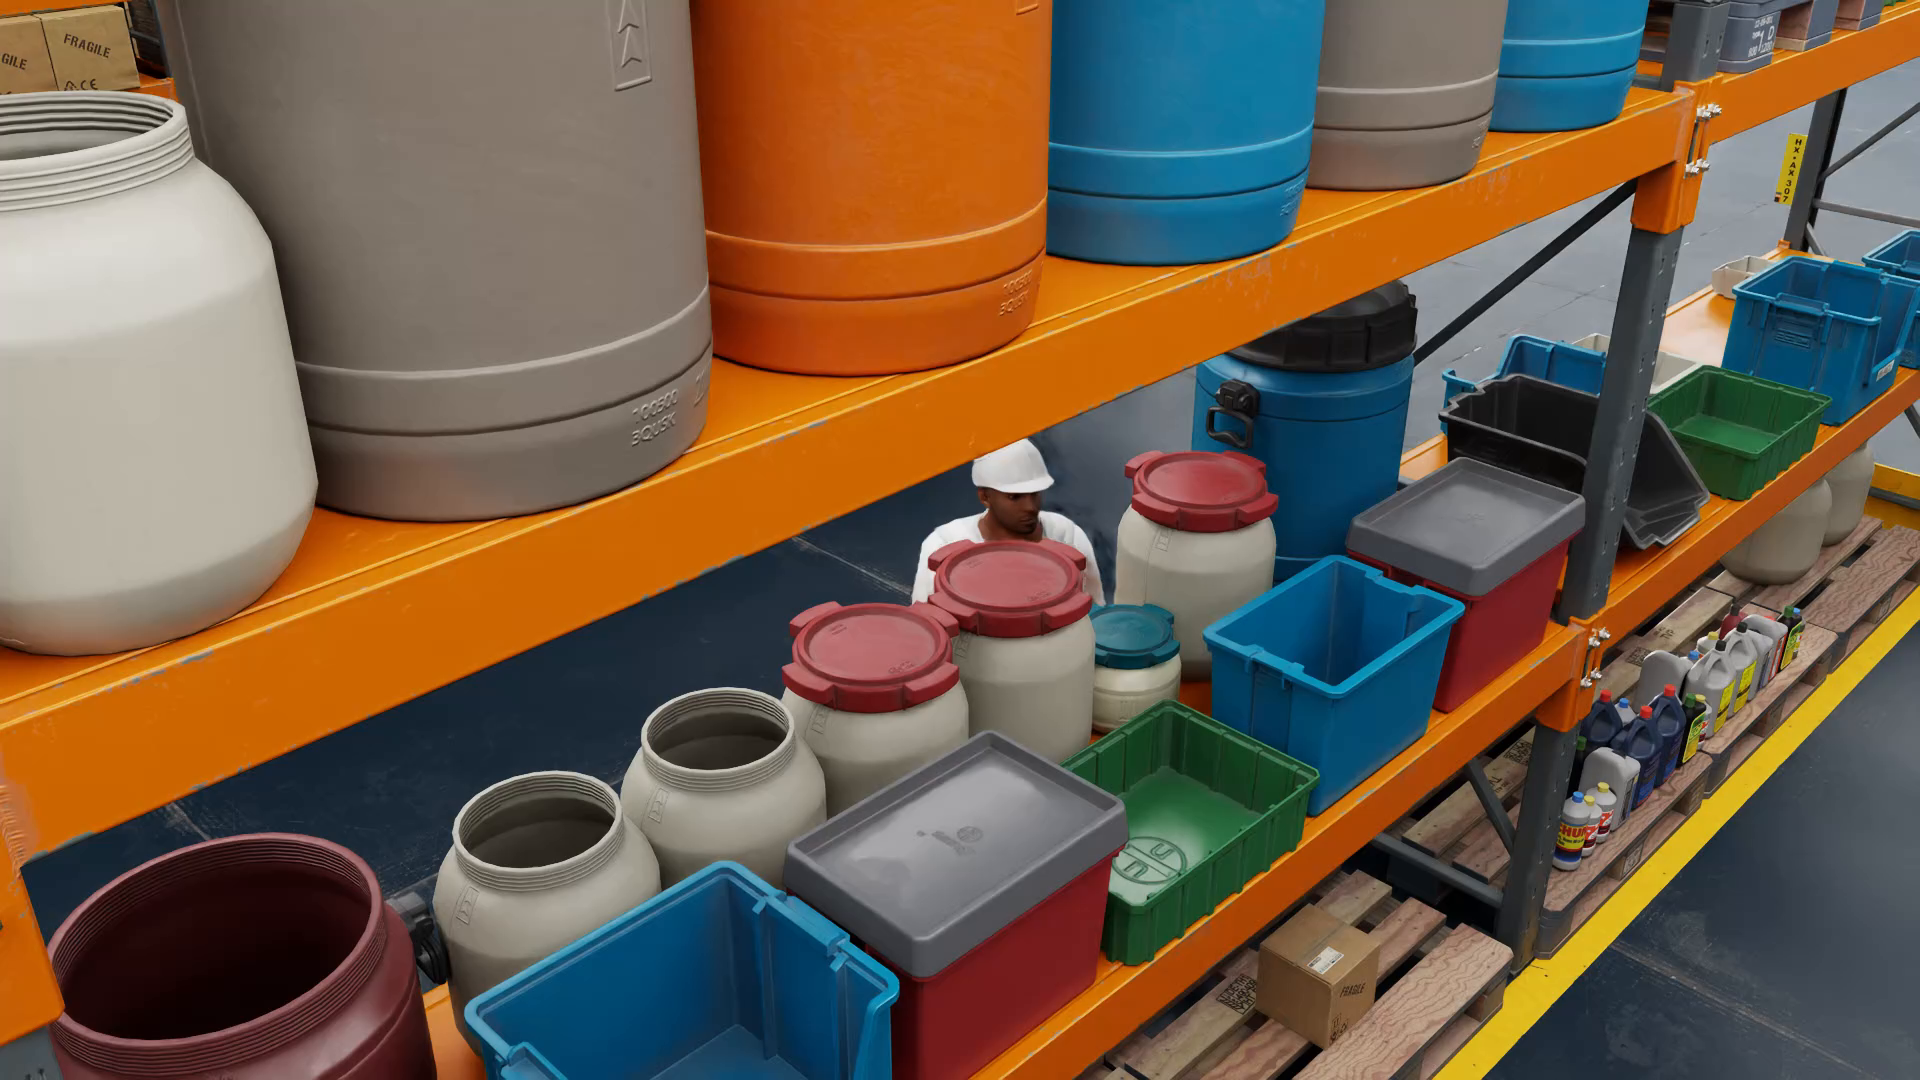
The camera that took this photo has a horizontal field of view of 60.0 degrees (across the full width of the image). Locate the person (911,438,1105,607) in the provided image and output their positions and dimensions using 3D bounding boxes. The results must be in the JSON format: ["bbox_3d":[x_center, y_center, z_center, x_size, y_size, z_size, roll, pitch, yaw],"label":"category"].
[{"bbox_3d":[0.163,0.545,5.054,0.616,1.805,0.477,-6,28,-11],"label":"person"}]
